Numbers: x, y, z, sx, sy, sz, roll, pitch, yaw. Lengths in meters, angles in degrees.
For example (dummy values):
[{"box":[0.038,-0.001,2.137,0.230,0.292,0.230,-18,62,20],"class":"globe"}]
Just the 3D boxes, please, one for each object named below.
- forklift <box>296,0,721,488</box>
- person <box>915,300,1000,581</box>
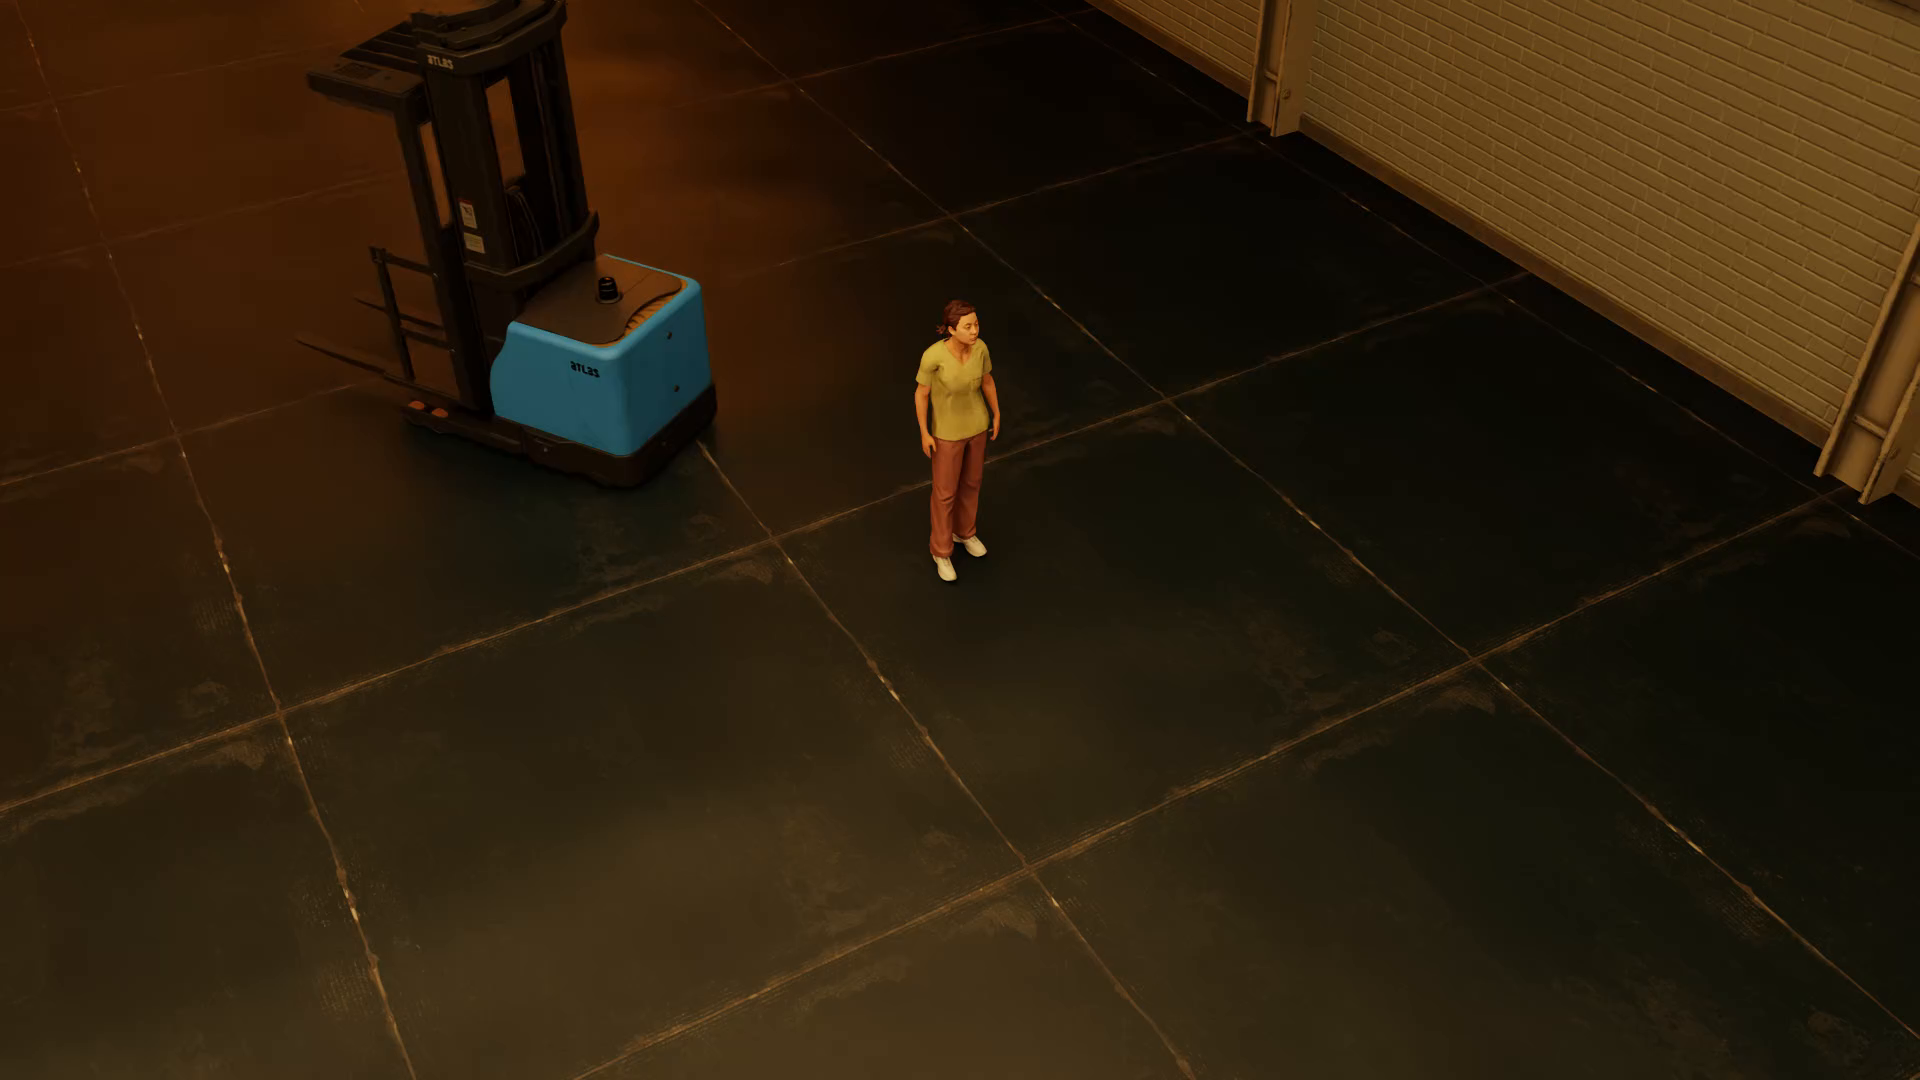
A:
[{"box":[-3.172,-2.119,10.591,3.031,2.935,1.130,18,43,21],"class":"forklift"},{"box":[0.027,-0.606,9.738,0.553,1.673,0.548,-20,44,-23],"class":"person"}]
